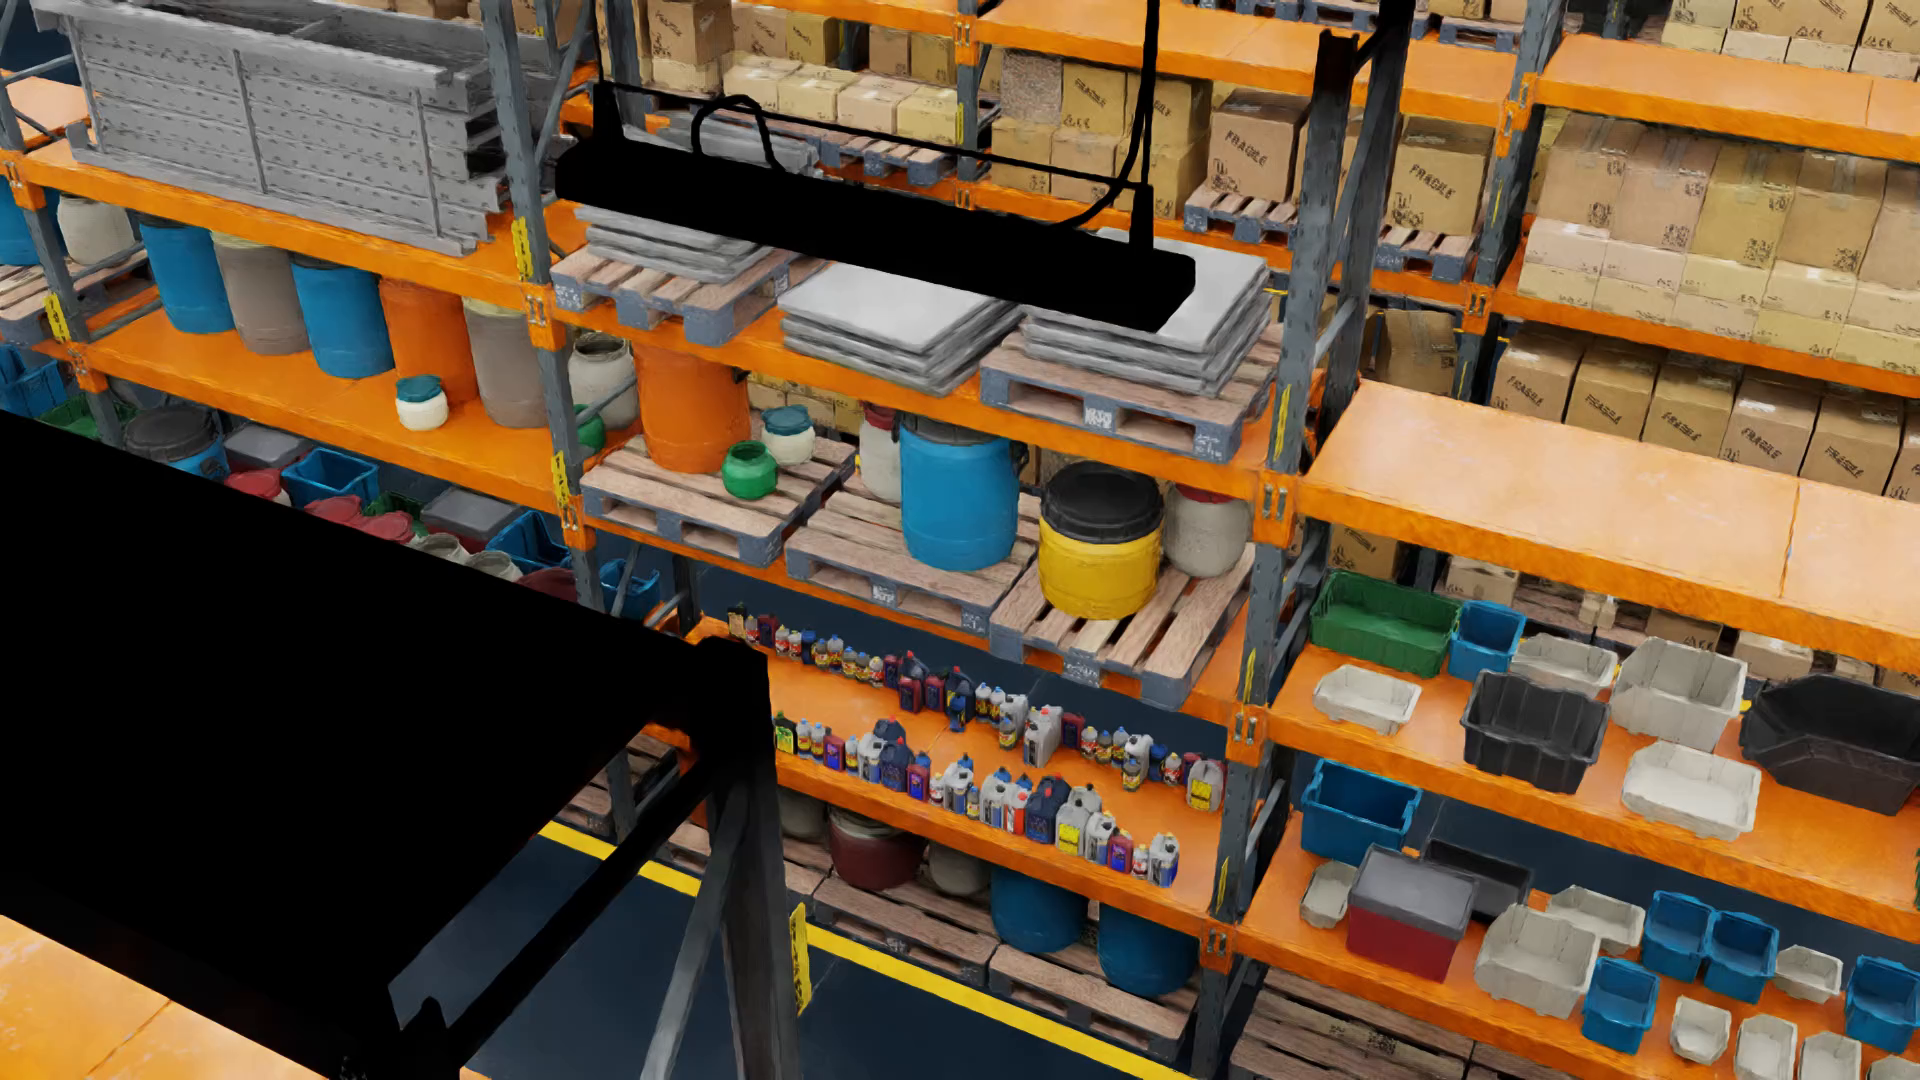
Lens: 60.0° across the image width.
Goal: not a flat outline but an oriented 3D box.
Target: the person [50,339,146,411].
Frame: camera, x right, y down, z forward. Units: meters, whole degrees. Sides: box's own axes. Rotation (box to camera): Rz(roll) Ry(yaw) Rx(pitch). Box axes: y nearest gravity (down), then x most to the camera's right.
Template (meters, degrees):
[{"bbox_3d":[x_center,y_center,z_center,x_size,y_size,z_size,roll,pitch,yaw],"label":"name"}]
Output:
[{"bbox_3d":[-7.919,-1.673,14.861,0.822,1.591,0.622,6,35,8],"label":"person"}]
